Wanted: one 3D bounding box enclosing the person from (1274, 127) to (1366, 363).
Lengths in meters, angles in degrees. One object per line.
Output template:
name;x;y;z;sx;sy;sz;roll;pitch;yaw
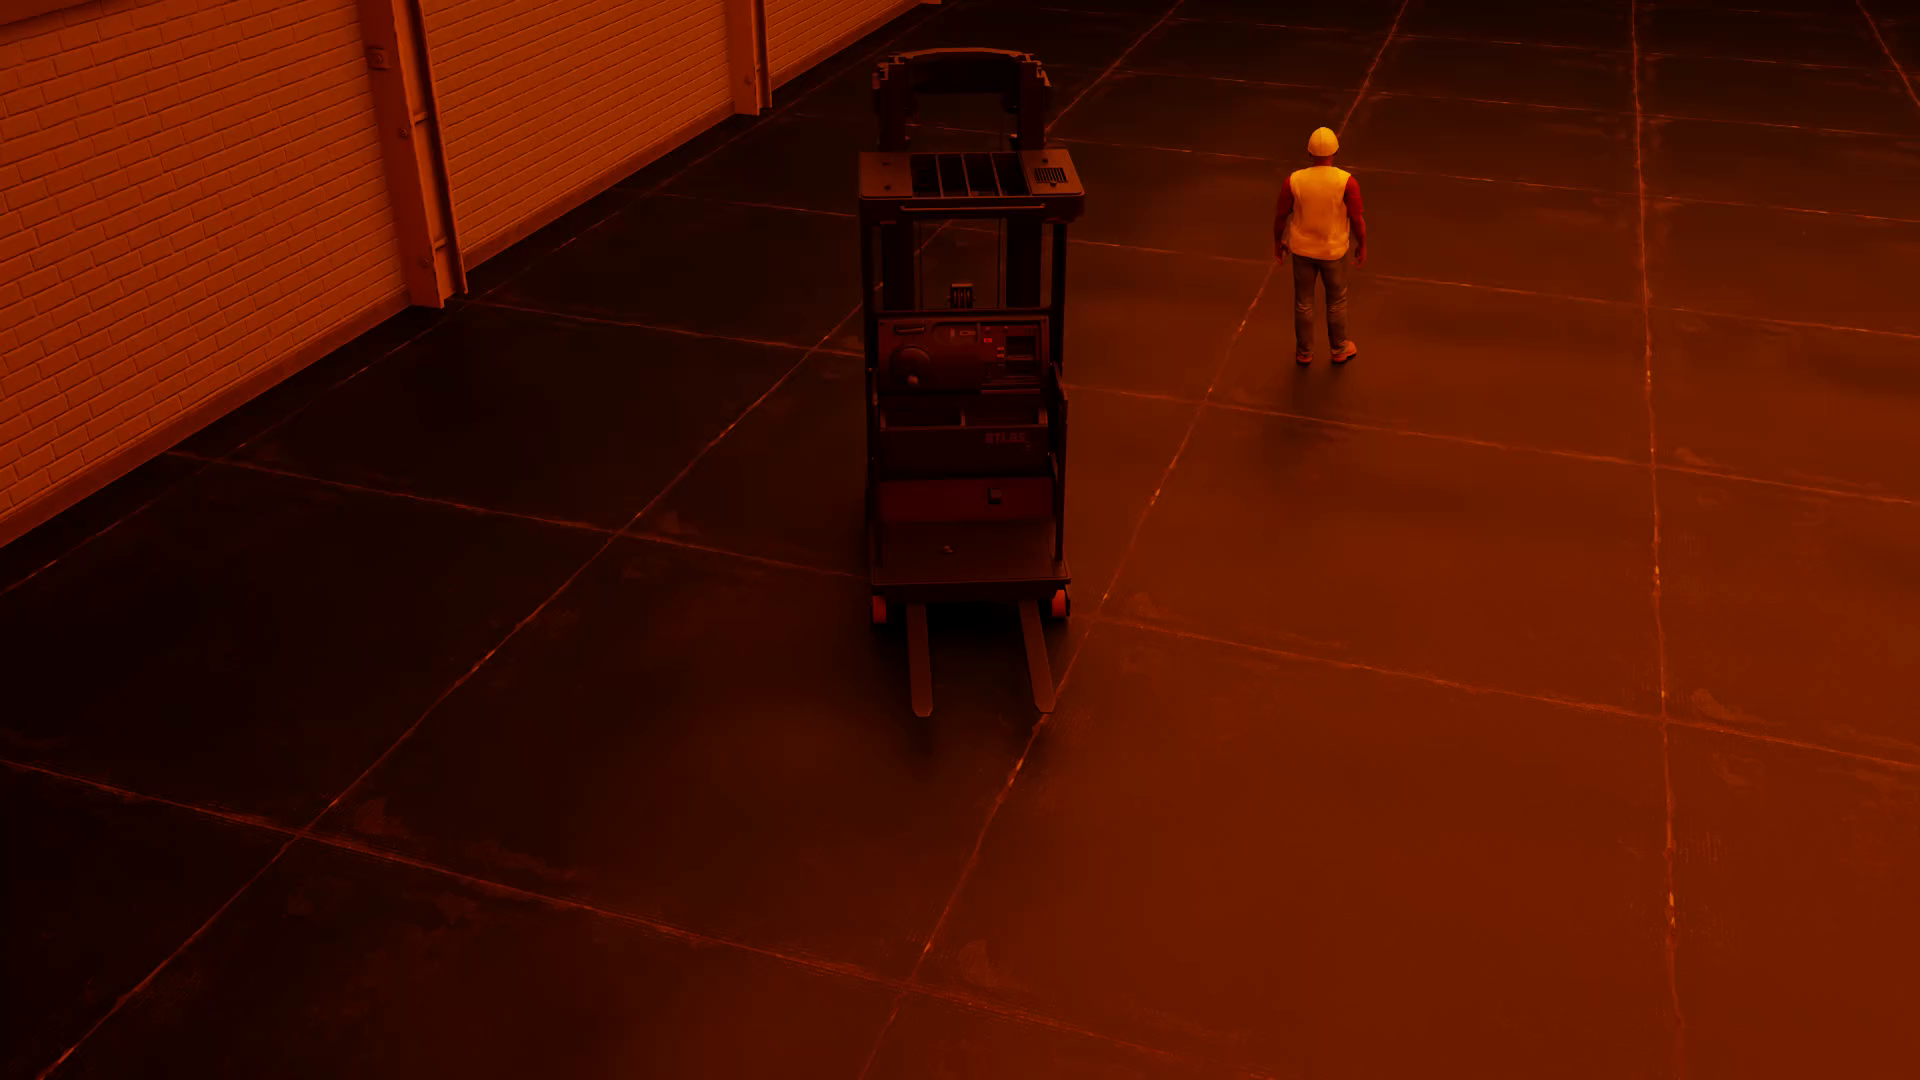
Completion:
person;2.615;-2.138;12.048;0.666;1.766;0.577;11;32;19

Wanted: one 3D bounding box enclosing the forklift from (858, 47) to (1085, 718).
forklift;0.035;-0.972;8.842;1.130;2.935;3.031;-2;30;-3
